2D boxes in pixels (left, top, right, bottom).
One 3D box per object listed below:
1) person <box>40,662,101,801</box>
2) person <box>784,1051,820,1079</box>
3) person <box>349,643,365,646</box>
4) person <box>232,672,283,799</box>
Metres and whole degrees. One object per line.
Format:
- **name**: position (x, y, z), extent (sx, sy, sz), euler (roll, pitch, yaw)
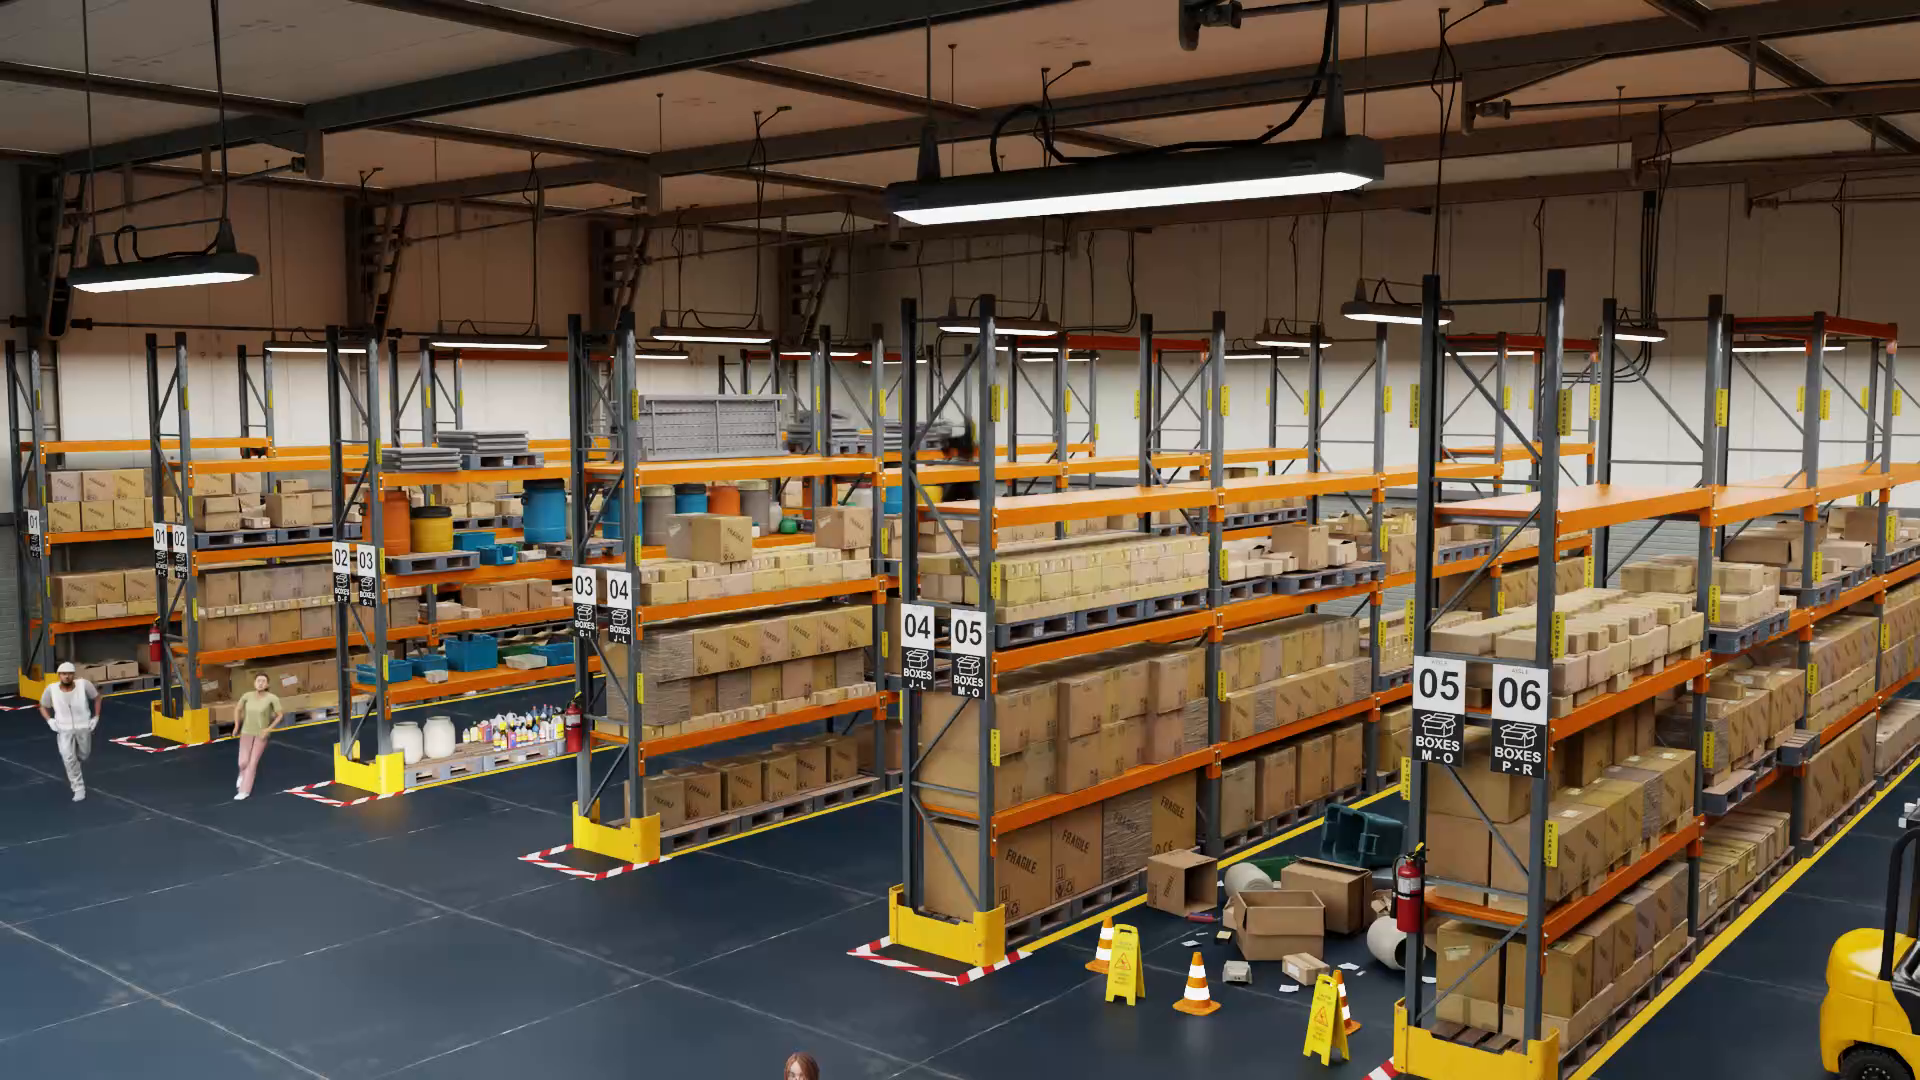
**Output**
- **person**: position (-11.368, 2.408, 21.278), extent (0.696, 1.759, 0.872), euler (-3, 6, -31)
- **person**: position (-0.830, 3.571, 9.228), extent (0.541, 1.573, 0.606), euler (0, 5, 1)
- **person**: position (-10.412, 1.728, 28.799), extent (0.618, 1.669, 0.890), euler (3, 6, 33)
- **person**: position (-8.897, 2.475, 21.033), extent (0.613, 1.596, 0.516), euler (-1, 5, -12)
